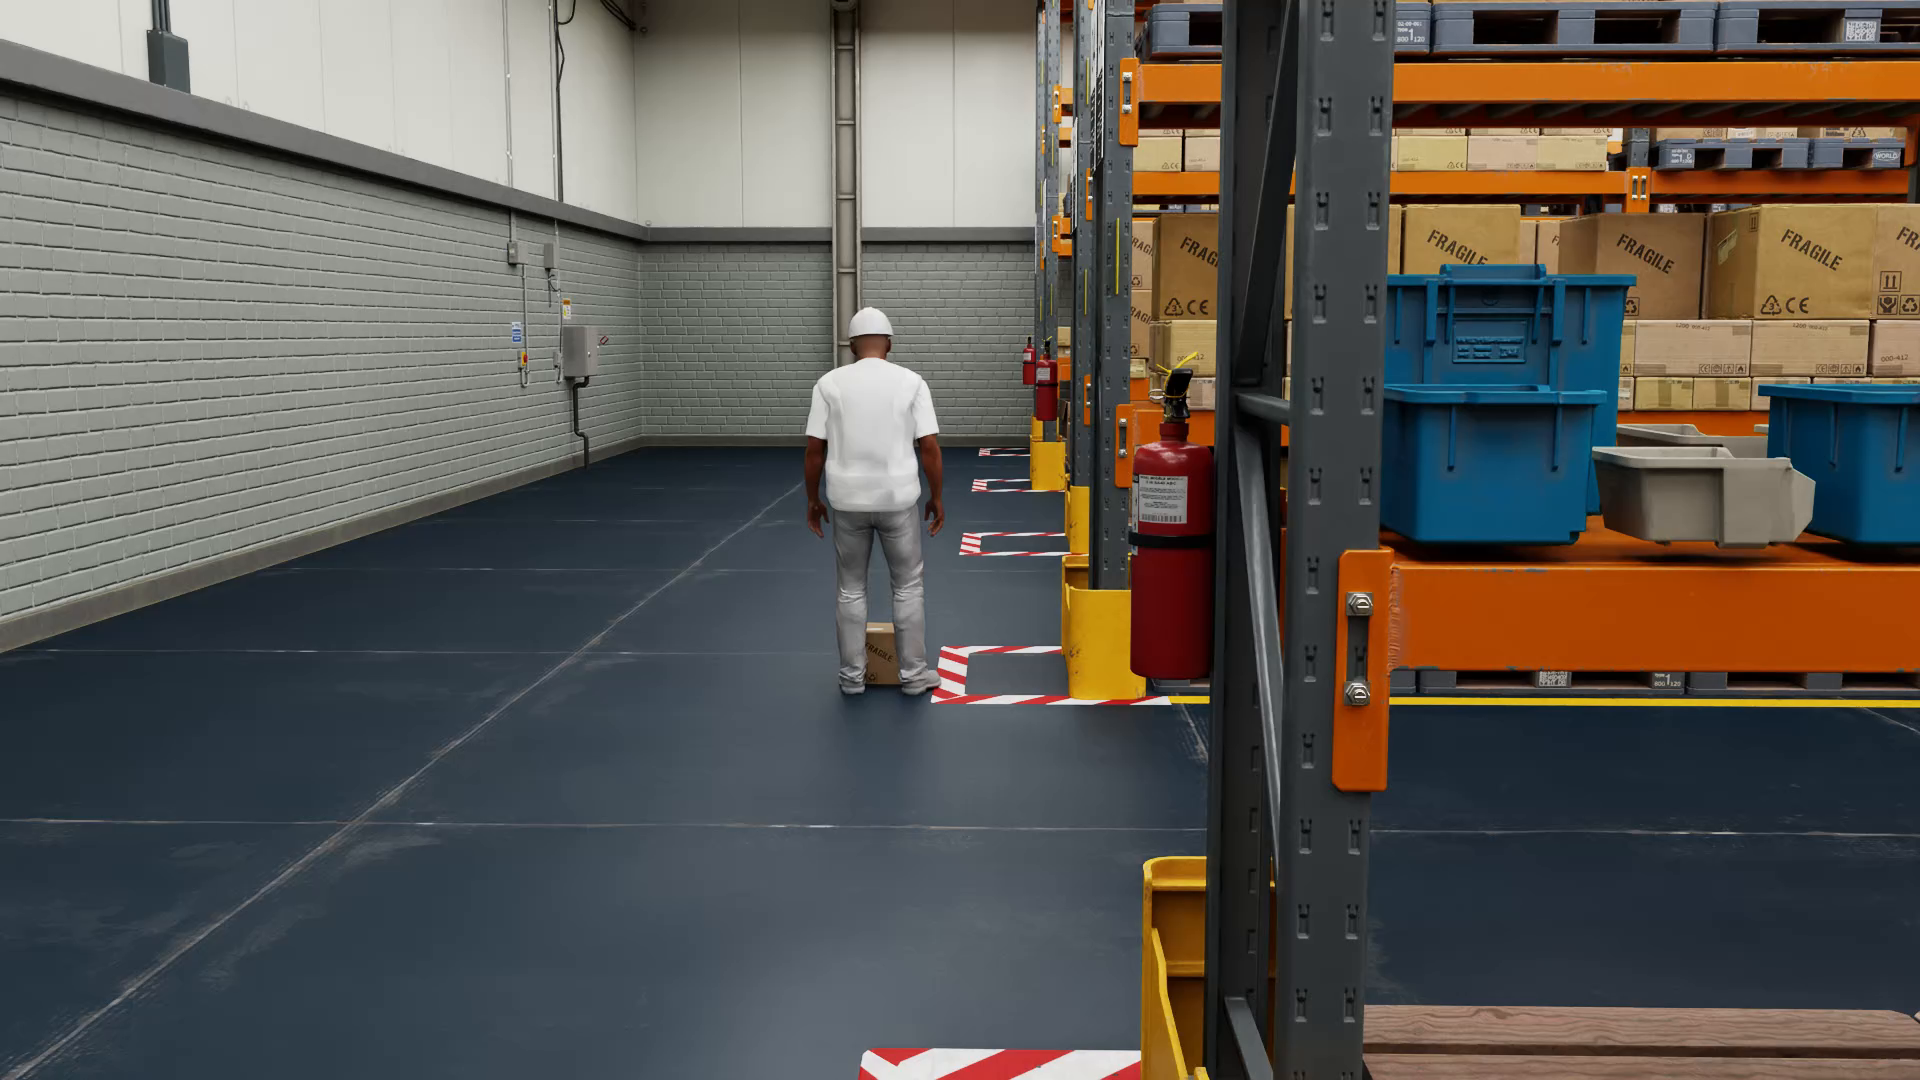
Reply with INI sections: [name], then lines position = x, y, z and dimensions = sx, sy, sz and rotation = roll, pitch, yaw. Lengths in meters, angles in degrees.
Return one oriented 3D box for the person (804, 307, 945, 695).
[person]
position = -0.390, -0.179, 7.616
dimensions = 0.635, 1.761, 0.454
rotation = 0, 7, 4
